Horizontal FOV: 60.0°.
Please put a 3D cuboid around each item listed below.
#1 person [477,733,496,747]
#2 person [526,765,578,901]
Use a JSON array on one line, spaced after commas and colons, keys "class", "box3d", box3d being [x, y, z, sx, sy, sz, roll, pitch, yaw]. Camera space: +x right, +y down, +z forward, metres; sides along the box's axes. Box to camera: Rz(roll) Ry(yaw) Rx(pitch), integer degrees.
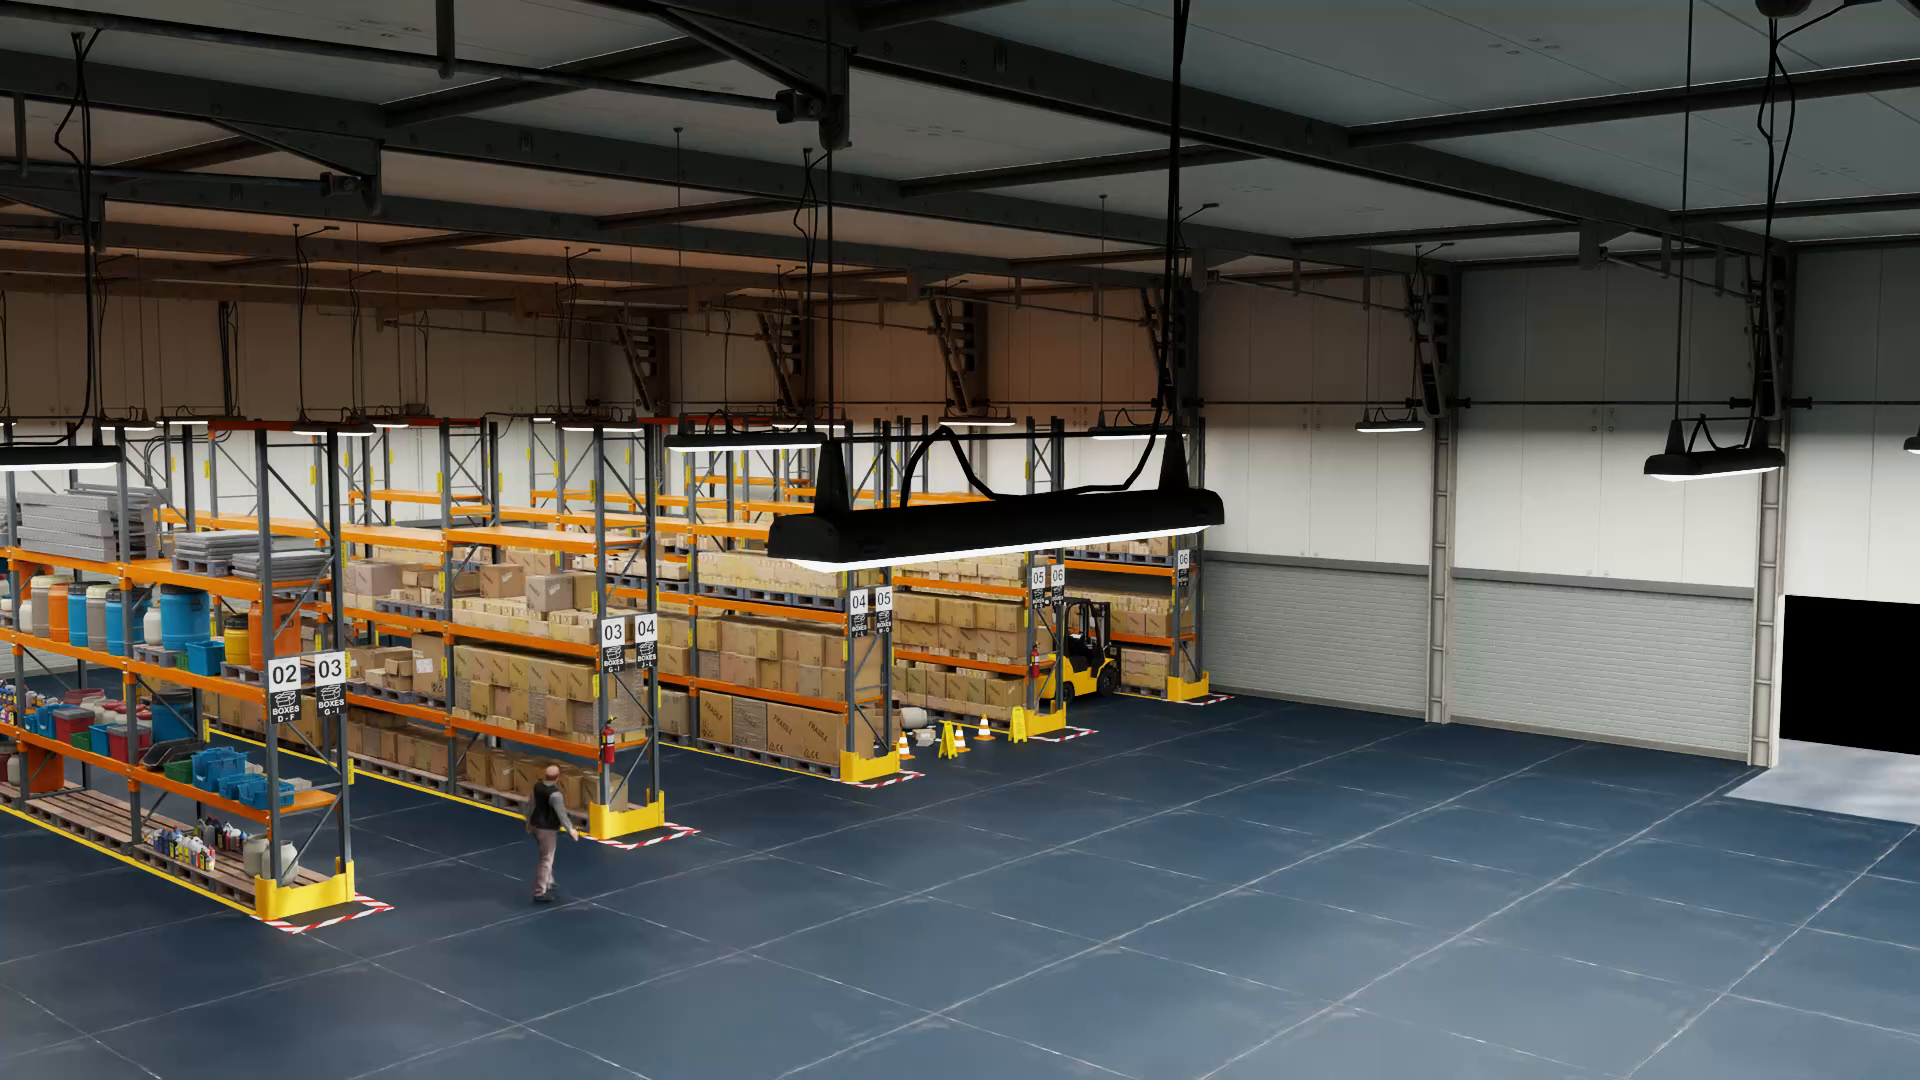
[{"class": "person", "box3d": [-8.419, 3.039, 29.599, 0.500, 1.670, 0.412, 1, 5, 16]}, {"class": "person", "box3d": [-5.278, 3.725, 21.308, 0.599, 1.729, 0.689, -4, 6, -38]}]
